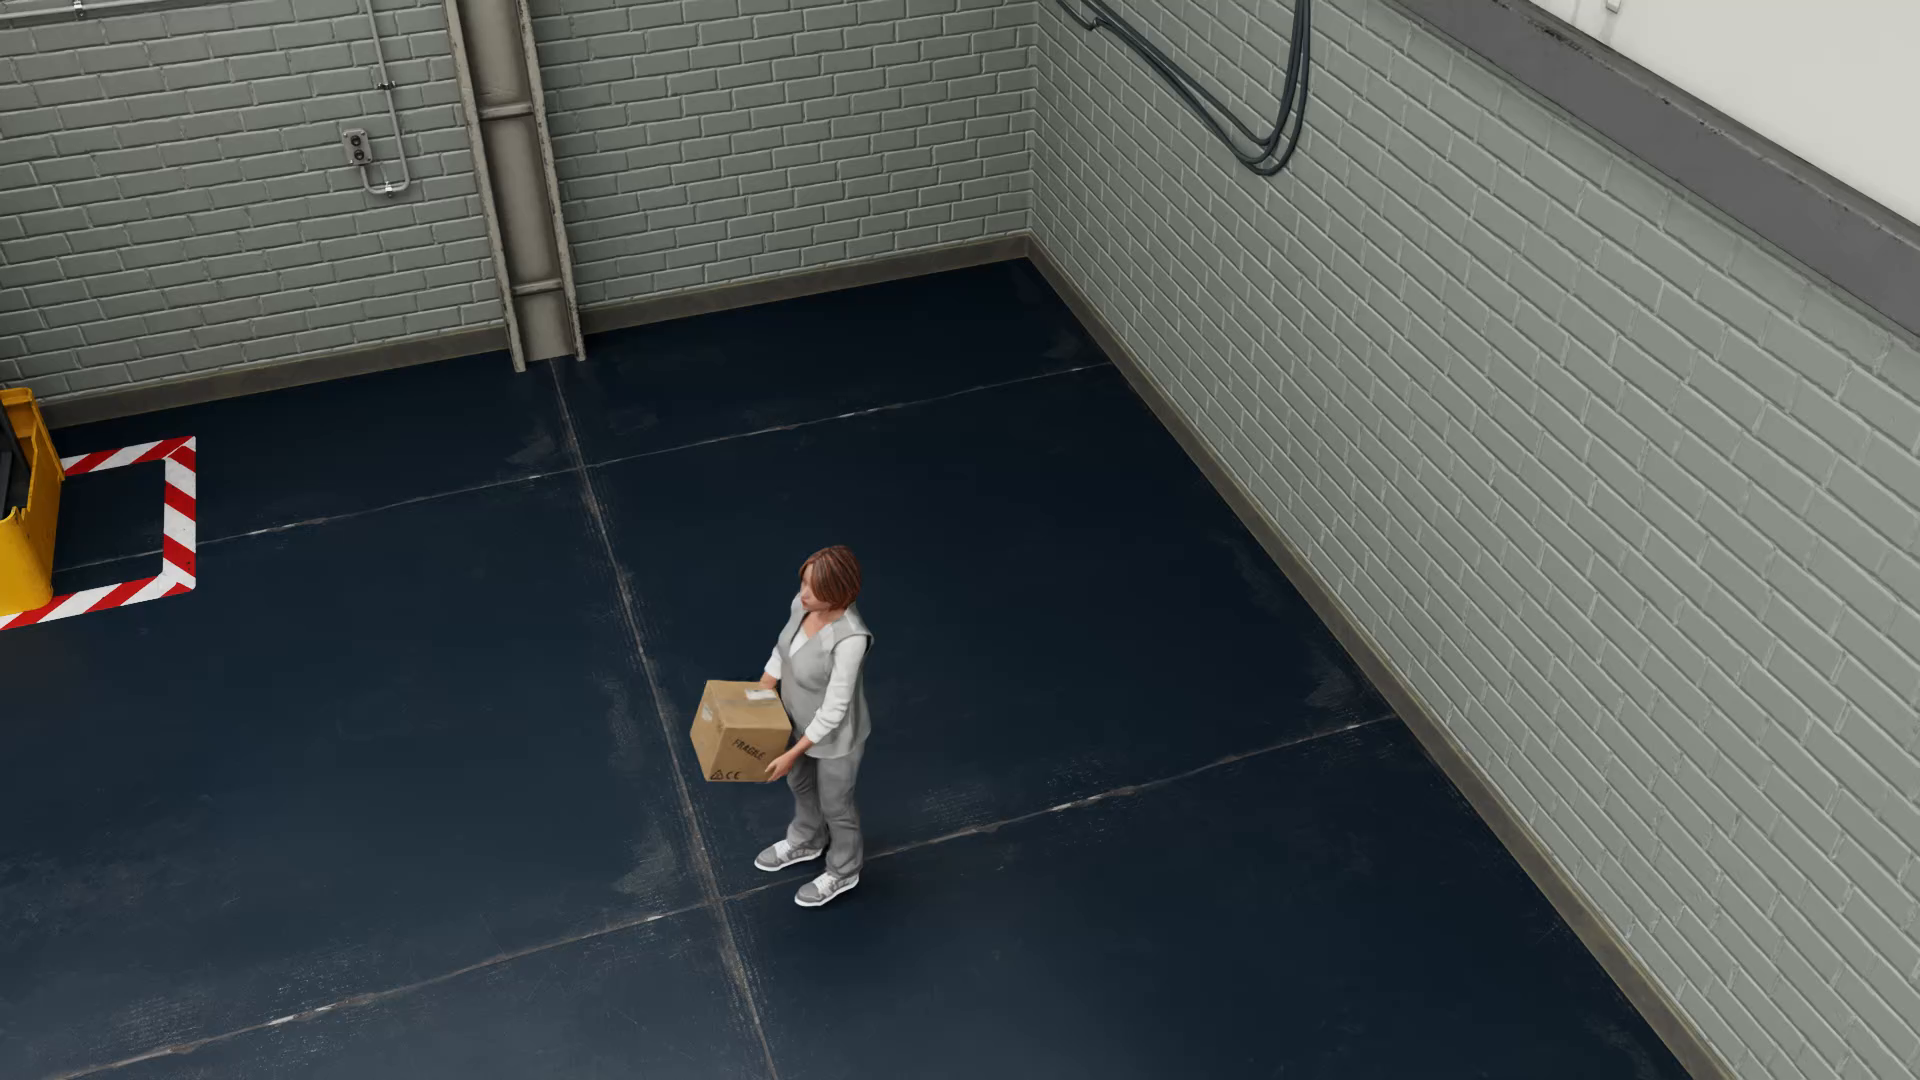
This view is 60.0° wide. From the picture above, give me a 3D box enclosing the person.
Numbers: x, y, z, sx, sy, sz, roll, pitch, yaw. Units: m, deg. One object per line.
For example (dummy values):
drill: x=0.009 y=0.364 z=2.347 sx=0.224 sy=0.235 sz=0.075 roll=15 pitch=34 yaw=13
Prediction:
person: x=-0.546 y=0.689 z=5.910 sx=0.458 sy=1.601 sz=0.457 roll=-22 pitch=43 yaw=-25
